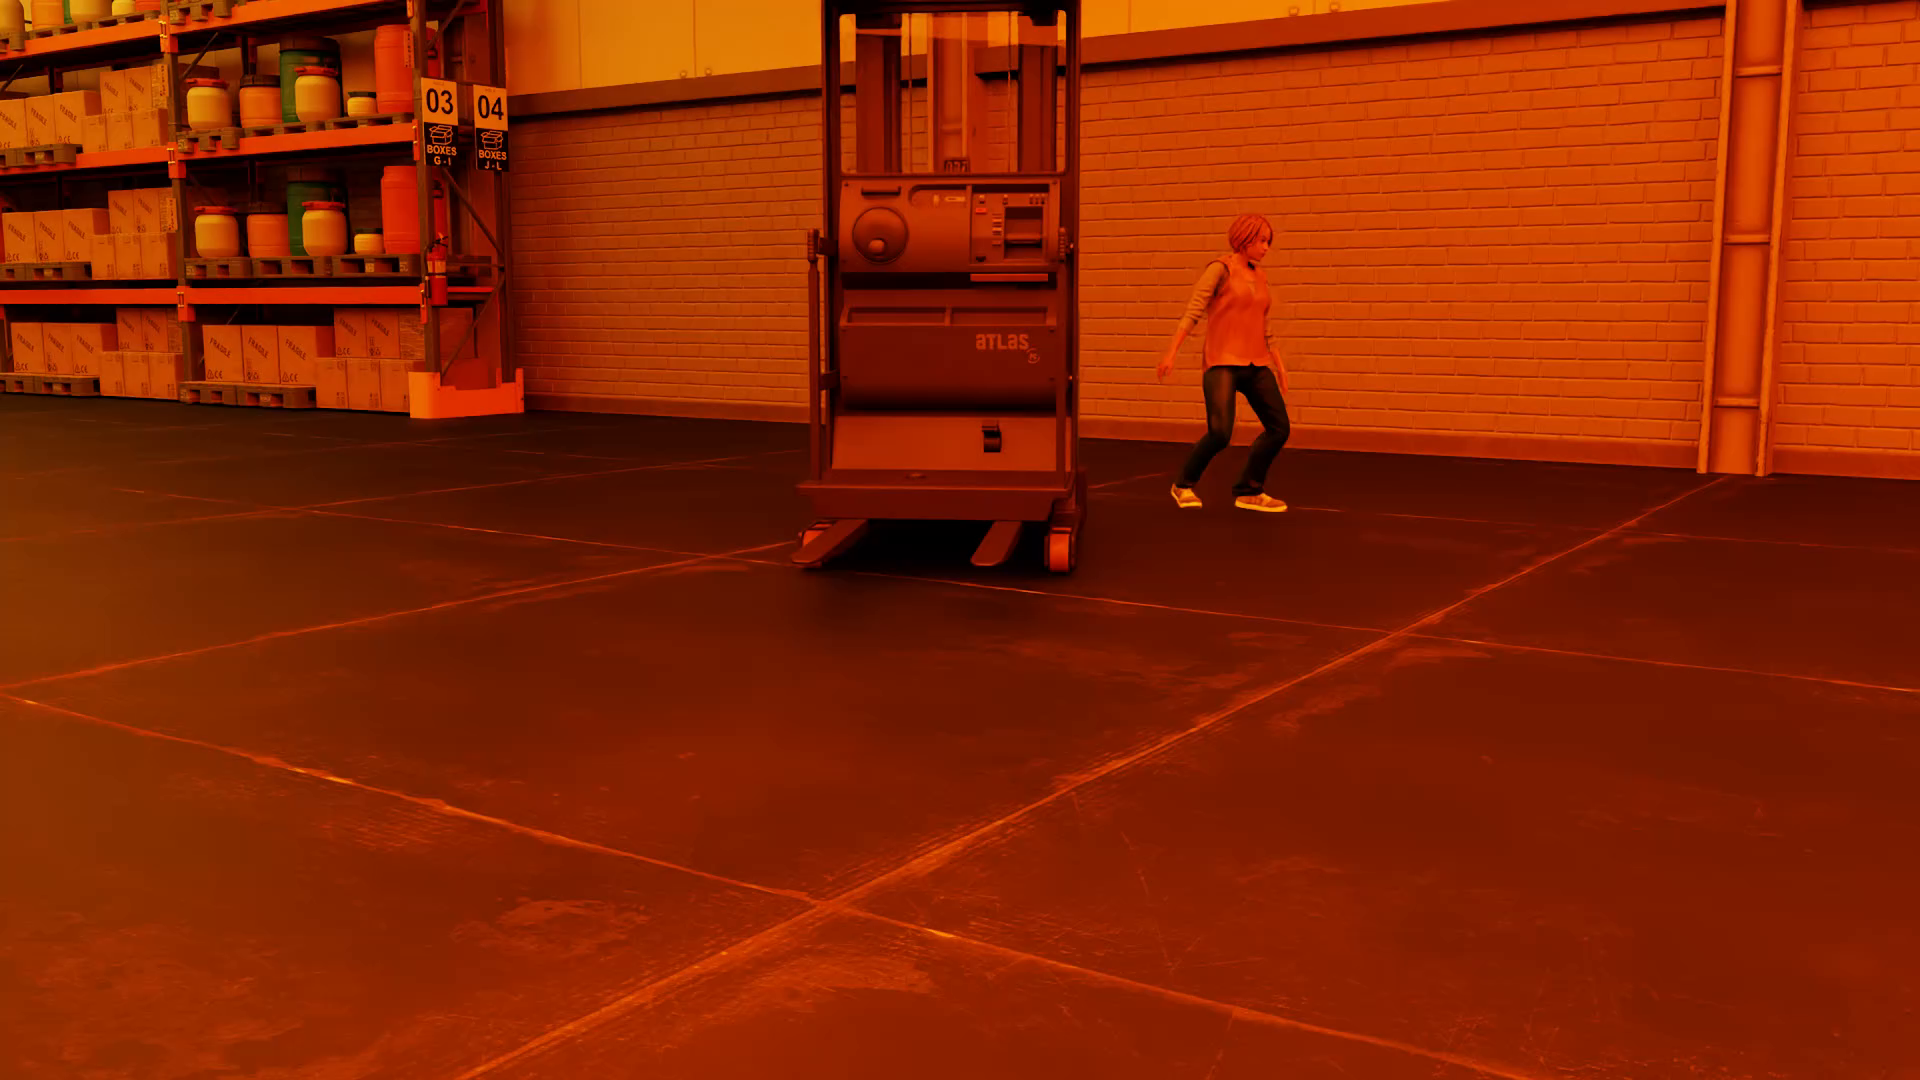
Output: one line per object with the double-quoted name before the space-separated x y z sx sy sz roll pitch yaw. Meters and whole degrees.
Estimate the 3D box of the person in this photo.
"person" 1.344 -0.881 8.460 0.744 1.518 0.444 -4 9 -29

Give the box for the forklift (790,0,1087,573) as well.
"forklift" -0.064 -1.366 6.796 1.130 2.935 3.031 1 8 6
